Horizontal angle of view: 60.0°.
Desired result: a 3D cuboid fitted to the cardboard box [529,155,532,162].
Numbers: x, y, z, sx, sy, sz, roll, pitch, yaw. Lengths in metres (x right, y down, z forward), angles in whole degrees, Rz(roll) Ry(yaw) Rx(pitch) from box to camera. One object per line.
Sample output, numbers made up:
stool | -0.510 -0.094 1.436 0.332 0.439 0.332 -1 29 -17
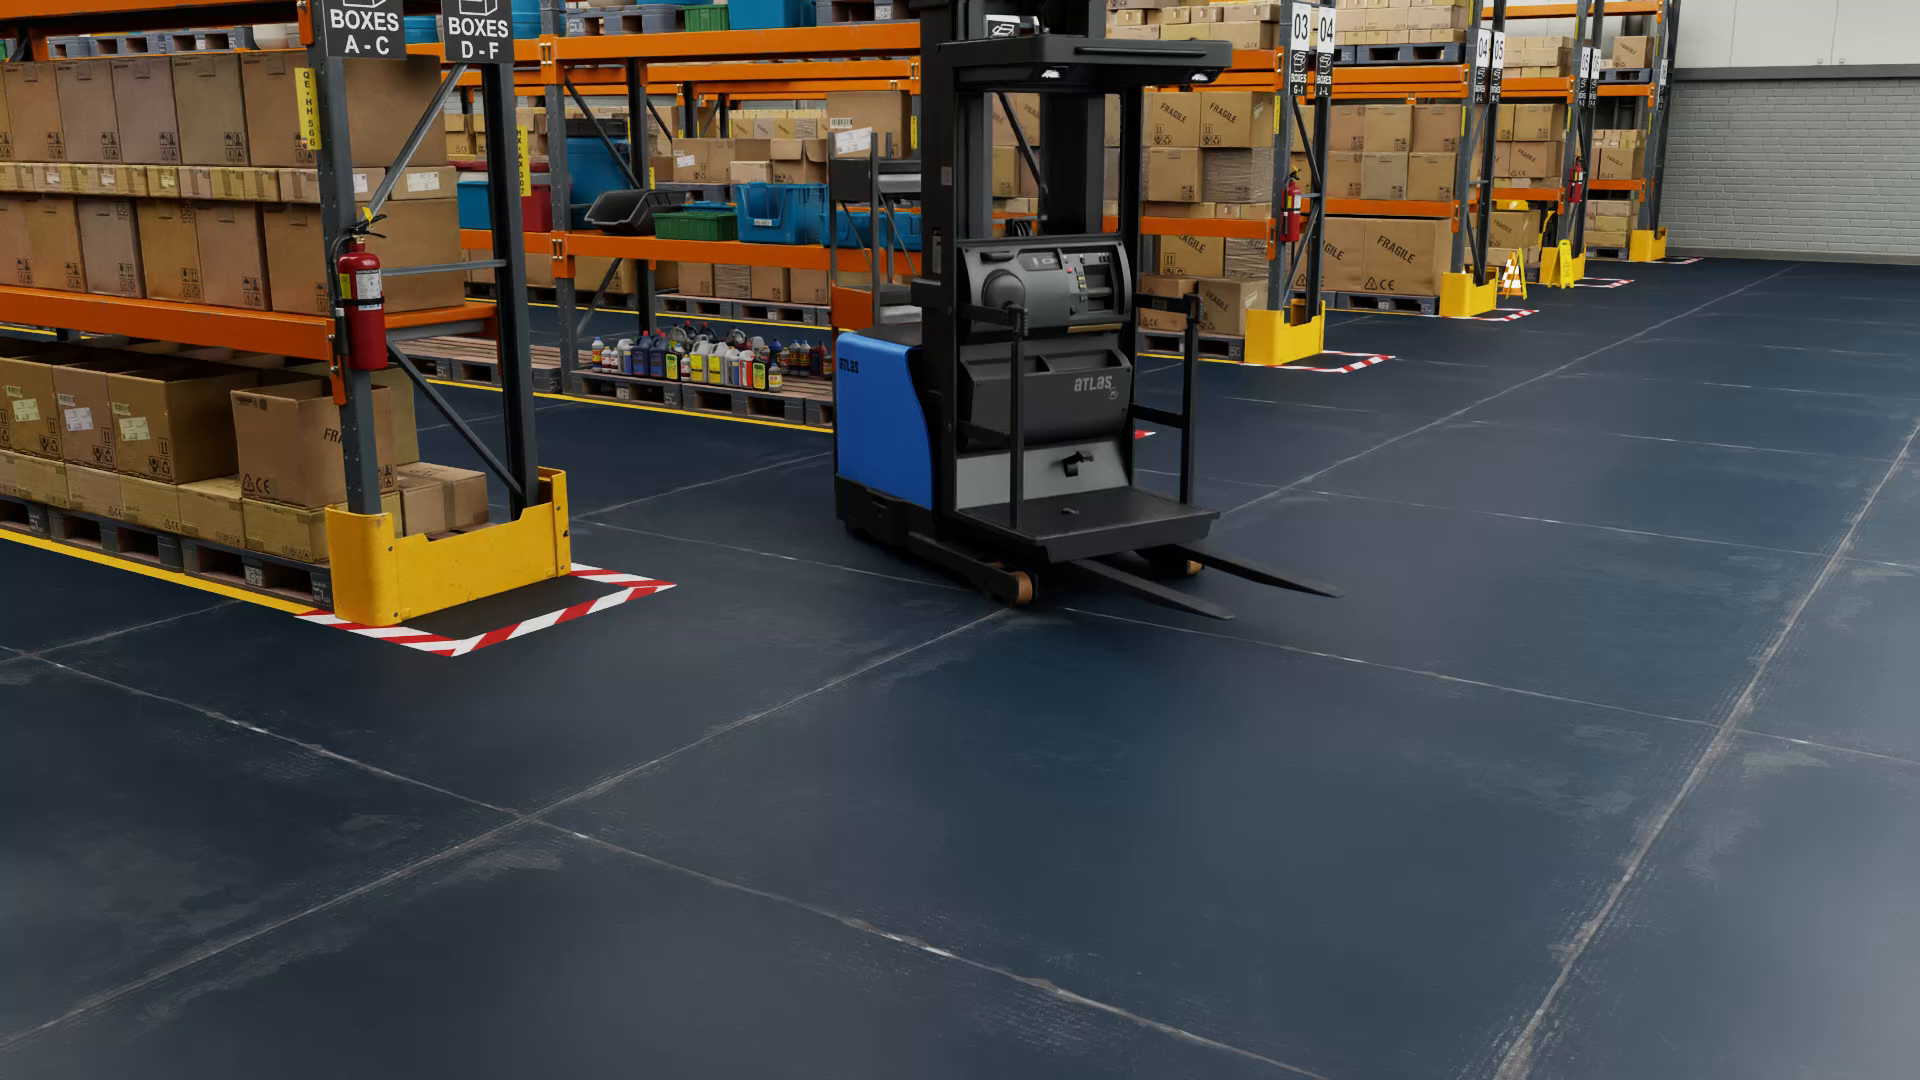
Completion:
cardboard box | -5.296 -4.530 20.671 0.500 0.500 0.500 10 17 34

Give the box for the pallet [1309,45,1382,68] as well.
pallet | 4.369 -5.835 20.096 1.213 0.211 1.003 9 17 33

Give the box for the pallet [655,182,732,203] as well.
pallet | -2.833 -4.092 19.508 1.003 0.211 1.213 9 17 33

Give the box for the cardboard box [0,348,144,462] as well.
cardboard box | -4.657 -0.722 8.786 0.500 0.500 0.500 9 17 33

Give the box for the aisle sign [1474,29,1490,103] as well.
aisle sign | 5.898 -5.354 18.800 0.004 0.787 0.394 9 17 33

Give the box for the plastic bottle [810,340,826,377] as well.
plastic bottle | -1.118 -1.433 13.106 0.133 0.283 0.061 10 17 34

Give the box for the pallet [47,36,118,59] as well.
pallet | -8.862 -5.087 17.280 1.003 0.211 1.213 9 17 33

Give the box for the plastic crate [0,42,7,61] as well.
plastic crate | -10.087 -5.158 17.614 0.662 0.188 0.450 9 17 33

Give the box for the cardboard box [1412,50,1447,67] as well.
cardboard box | 6.840 -6.908 23.938 0.500 0.250 0.500 9 17 33

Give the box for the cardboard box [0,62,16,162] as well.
cardboard box | -4.905 -2.300 8.966 0.500 0.500 0.700 9 17 33

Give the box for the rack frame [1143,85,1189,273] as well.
rack frame | 2.687 -4.698 21.559 0.127 3.000 1.000 9 17 33

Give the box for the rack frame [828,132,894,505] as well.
rack frame | -0.554 -1.249 9.499 0.400 2.100 0.015 -9 16 -31

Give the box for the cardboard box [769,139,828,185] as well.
cardboard box | -1.655 -4.191 18.421 0.637 0.503 0.797 11 18 38

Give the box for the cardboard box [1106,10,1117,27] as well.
cardboard box | 1.473 -4.960 15.857 0.250 0.149 0.380 8 16 30

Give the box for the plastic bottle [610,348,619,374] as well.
plastic bottle | -2.740 -1.433 13.277 0.097 0.201 0.097 0 14 0

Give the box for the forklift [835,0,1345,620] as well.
forklift | 0.534 -1.244 7.749 1.130 2.935 3.031 -9 16 -31

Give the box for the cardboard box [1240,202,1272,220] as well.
cardboard box | 2.803 -3.061 15.470 0.250 0.149 0.380 9 17 33

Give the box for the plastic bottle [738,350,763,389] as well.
plastic bottle | -1.572 -1.288 12.537 0.135 0.276 0.152 9 17 33

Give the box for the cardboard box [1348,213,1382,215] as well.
cardboard box | 6.156 -4.729 24.973 0.500 0.500 0.500 10 17 35

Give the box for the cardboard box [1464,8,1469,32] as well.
cardboard box | 5.749 -6.057 19.420 0.500 0.250 0.500 9 17 33

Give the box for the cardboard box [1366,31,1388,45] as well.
cardboard box | 4.910 -5.827 19.320 0.250 0.149 0.380 9 17 33

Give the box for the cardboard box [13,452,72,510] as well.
cardboard box | -4.657 -0.358 8.876 0.500 0.250 0.500 9 17 33

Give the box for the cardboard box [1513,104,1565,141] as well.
cardboard box | 8.139 -5.865 23.367 0.500 0.500 0.700 9 16 31

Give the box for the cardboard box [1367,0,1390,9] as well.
cardboard box | 4.903 -6.215 19.227 0.250 0.149 0.380 10 17 34

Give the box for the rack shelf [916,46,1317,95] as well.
rack shelf | 1.495 -4.561 16.261 4.000 0.370 1.077 9 17 33

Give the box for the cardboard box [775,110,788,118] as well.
cardboard box | -3.188 -7.837 30.602 0.250 0.149 0.380 9 16 31

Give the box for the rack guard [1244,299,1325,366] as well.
rack guard | 3.091 -1.983 15.793 0.348 0.500 1.175 9 17 33

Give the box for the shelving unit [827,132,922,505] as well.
shelving unit | -0.425 -1.199 9.298 0.431 2.100 0.503 -9 16 -31

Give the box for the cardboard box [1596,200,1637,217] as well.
cardboard box | 10.896 -5.506 27.592 0.500 0.250 0.500 10 17 35

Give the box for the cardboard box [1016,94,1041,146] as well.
cardboard box | 0.897 -4.156 16.461 0.500 0.500 0.500 9 17 33

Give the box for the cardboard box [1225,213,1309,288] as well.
cardboard box | 3.920 -3.652 20.882 0.875 0.875 0.875 9 17 33

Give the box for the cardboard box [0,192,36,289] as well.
cardboard box | -4.884 -1.669 9.114 0.500 0.500 0.700 9 17 32

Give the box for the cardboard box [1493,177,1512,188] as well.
cardboard box | 7.783 -5.098 23.698 0.250 0.149 0.380 9 16 32

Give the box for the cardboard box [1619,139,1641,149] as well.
cardboard box | 11.008 -6.506 27.306 0.250 0.149 0.380 9 17 34

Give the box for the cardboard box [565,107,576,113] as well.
cardboard box | -6.204 -6.732 26.867 0.500 0.500 0.500 9 16 32

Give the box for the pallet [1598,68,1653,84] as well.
pallet | 10.880 -7.665 27.488 1.213 0.211 1.003 9 17 33

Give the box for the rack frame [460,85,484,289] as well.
rack frame | -6.803 -4.795 21.953 0.127 3.000 1.000 9 17 33

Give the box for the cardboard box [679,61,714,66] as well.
cardboard box | -2.810 -5.460 18.705 0.500 0.250 0.500 10 17 34

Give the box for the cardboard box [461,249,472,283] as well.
cardboard box | -6.261 -3.886 21.827 0.875 0.875 1.225 9 17 33

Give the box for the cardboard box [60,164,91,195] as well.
cardboard box | -4.294 -1.830 8.414 0.250 0.149 0.380 9 17 32

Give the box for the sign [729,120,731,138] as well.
sign | -3.644 -6.444 26.203 0.005 0.325 0.100 9 17 33

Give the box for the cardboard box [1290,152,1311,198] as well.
cardboard box | 4.347 -4.507 20.477 0.500 0.550 0.875 9 17 33

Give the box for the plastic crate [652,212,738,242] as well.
plastic crate | -1.960 -2.394 12.692 0.662 0.188 0.450 9 17 33

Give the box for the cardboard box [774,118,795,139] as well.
cardboard box | -3.073 -7.518 30.664 0.500 0.500 0.500 9 17 33

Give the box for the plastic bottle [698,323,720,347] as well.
plastic bottle | -2.074 -1.608 13.674 0.185 0.351 0.144 8 16 30

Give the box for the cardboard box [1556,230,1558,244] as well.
cardboard box | 10.069 -5.159 28.269 0.500 0.250 0.500 9 17 33

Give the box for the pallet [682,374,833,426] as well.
pallet | -1.378 -1.120 12.907 1.213 0.211 1.003 9 17 33

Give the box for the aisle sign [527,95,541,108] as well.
aisle sign | -7.163 -7.639 28.029 0.004 0.787 0.394 9 17 33

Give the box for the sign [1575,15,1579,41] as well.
sign | 8.359 -6.940 22.531 0.005 0.325 0.100 9 17 33

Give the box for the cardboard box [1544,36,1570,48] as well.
cardboard box | 8.240 -6.870 22.953 0.250 0.149 0.380 9 17 33

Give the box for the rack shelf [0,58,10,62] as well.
rack shelf | -11.227 -5.183 18.773 4.000 0.370 1.077 9 17 33

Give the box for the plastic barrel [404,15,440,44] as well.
plastic barrel | -4.557 -4.635 14.018 0.708 0.901 0.600 9 17 33

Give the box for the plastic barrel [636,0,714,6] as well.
plastic barrel | -2.163 -4.483 12.533 0.708 0.901 0.600 9 17 33

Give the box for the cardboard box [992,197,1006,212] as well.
cardboard box | 0.482 -3.416 16.903 0.250 0.149 0.380 9 17 33

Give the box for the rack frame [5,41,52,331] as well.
rack frame | -9.567 -3.808 17.963 0.127 3.000 1.000 9 17 33
